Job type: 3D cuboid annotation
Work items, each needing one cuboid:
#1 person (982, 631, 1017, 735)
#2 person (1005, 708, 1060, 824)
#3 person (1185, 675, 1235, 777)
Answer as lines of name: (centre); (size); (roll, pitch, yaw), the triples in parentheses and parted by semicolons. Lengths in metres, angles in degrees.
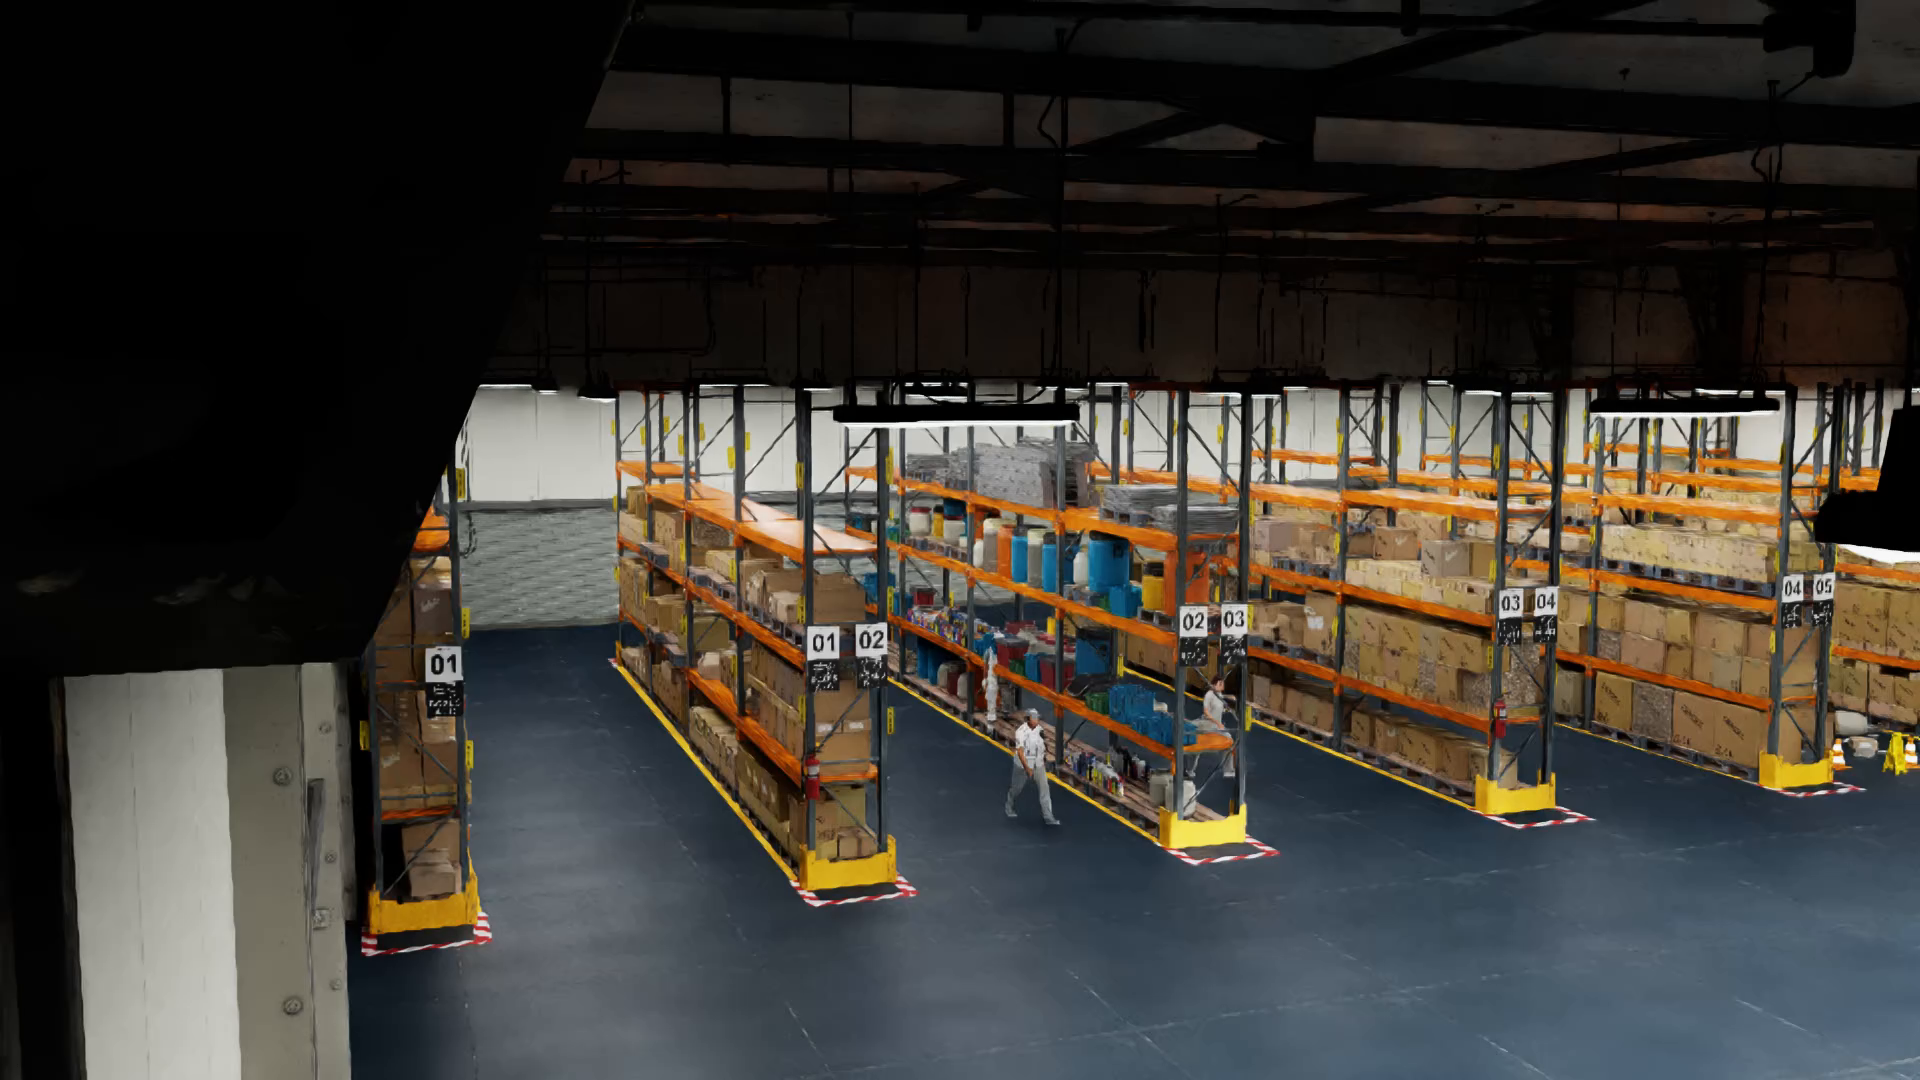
person: (0.664, 2.406, 28.242); (0.595, 1.756, 0.990); (0, 6, 2)
person: (0.969, 3.099, 22.960); (0.490, 1.597, 0.999); (-3, 7, -27)
person: (3.863, 2.837, 25.445); (0.613, 1.605, 0.802); (-5, 8, -38)
